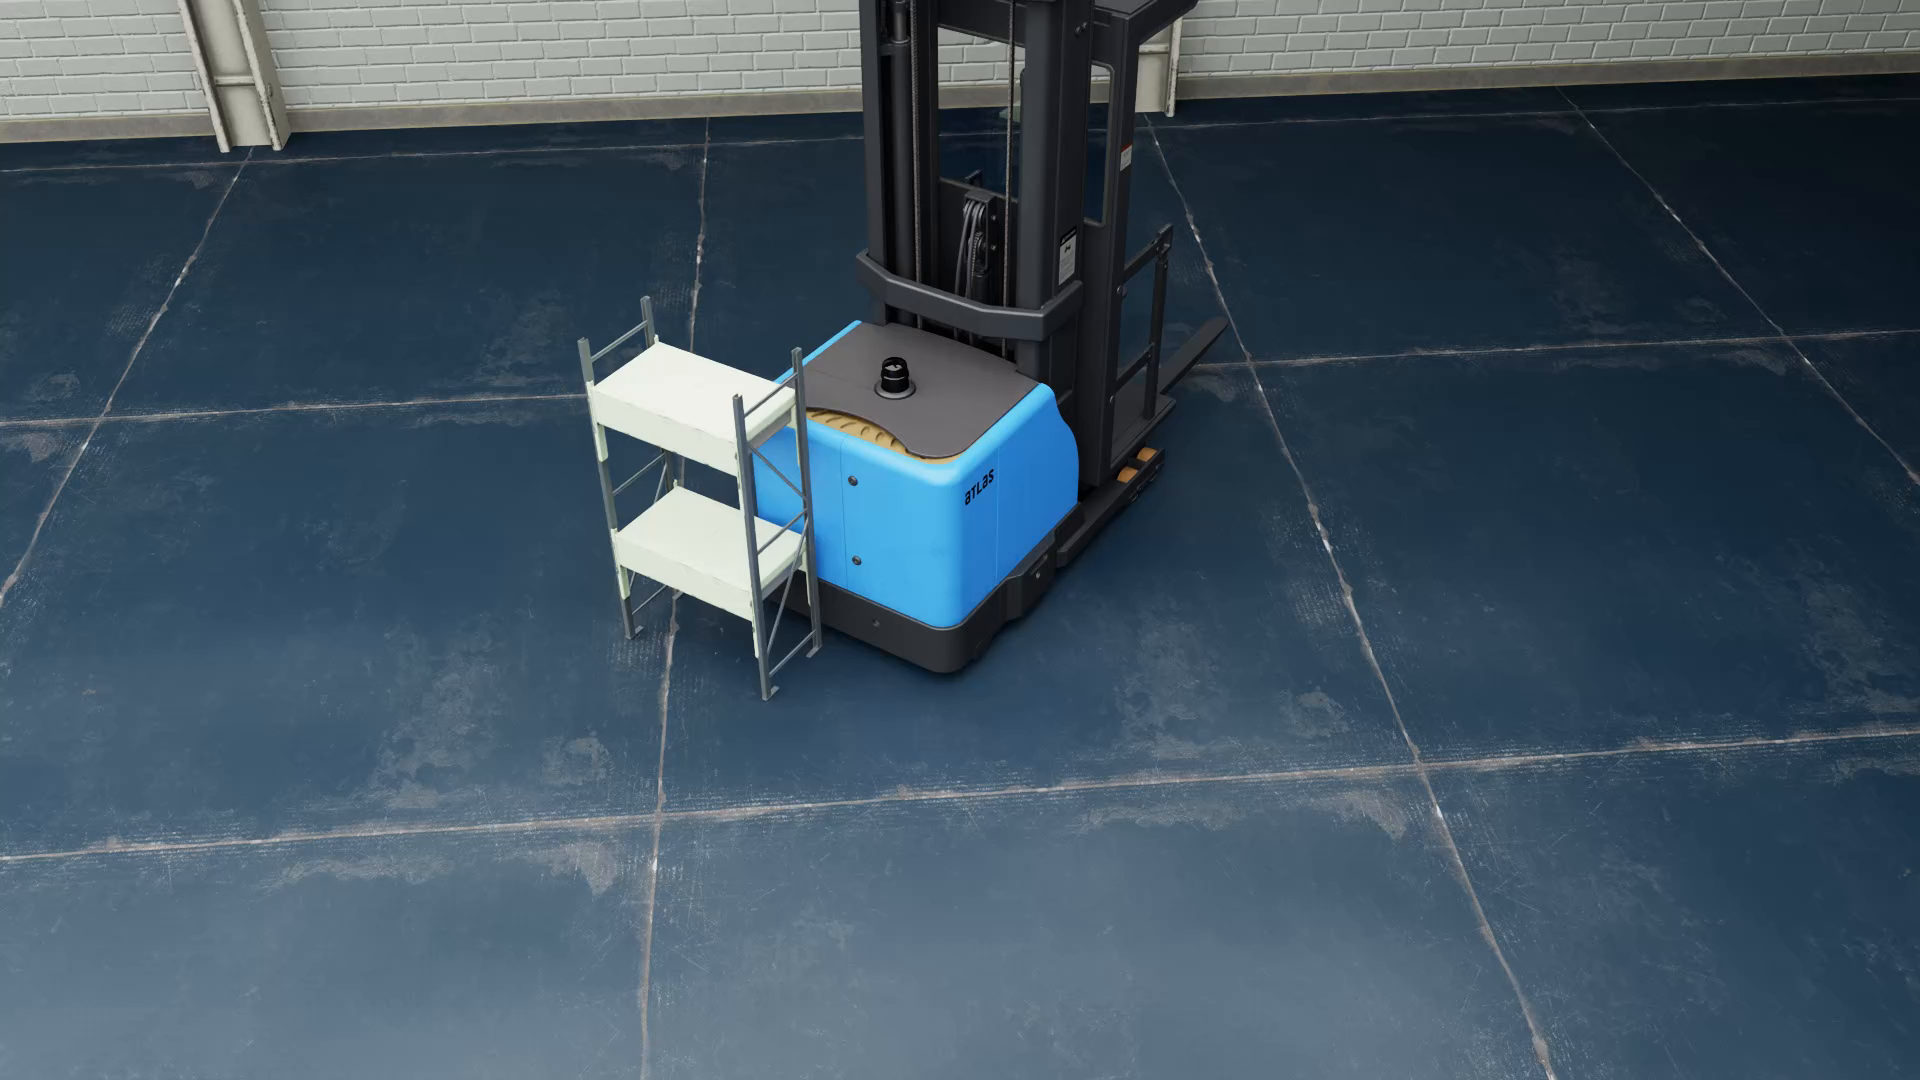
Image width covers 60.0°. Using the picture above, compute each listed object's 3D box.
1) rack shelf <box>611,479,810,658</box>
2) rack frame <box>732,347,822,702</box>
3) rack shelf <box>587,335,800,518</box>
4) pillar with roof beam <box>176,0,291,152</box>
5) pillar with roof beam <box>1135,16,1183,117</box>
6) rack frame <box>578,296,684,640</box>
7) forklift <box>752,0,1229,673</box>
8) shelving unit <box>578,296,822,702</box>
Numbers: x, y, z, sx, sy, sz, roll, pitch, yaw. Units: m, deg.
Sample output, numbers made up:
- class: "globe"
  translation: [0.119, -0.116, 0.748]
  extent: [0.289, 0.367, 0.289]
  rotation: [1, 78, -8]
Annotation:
- class: "rack shelf"
  translation: [-1.019, 0.110, 6.926]
  extent: [0.720, 0.370, 0.431]
  rotation: [21, 43, 24]
- class: "rack frame"
  translation: [-0.707, -0.027, 6.574]
  extent: [0.023, 1.500, 0.400]
  rotation: [21, 43, 24]
- class: "rack shelf"
  translation: [-1.019, -0.452, 6.482]
  extent: [0.720, 0.370, 0.431]
  rotation: [21, 43, 24]
- class: "pillar with roof beam"
  translation: [-4.328, -3.548, 4.982]
  extent: [0.400, 9.000, 9.100]
  rotation: [-3, 38, -4]
- class: "pillar with roof beam"
  translation: [1.648, -3.877, 5.399]
  extent: [0.400, 9.000, 9.100]
  rotation: [-3, 38, -4]
- class: "rack frame"
  translation: [-1.331, -0.264, 6.874]
  extent: [0.023, 1.500, 0.400]
  rotation: [21, 43, 24]
- class: "forklift"
  translation: [0.340, -1.479, 7.258]
  extent: [1.130, 2.935, 3.031]
  rotation: [22, 43, 25]
- class: "shelving unit"
  translation: [-1.019, -0.146, 6.724]
  extent: [0.755, 1.500, 0.431]
  rotation: [21, 43, 24]
